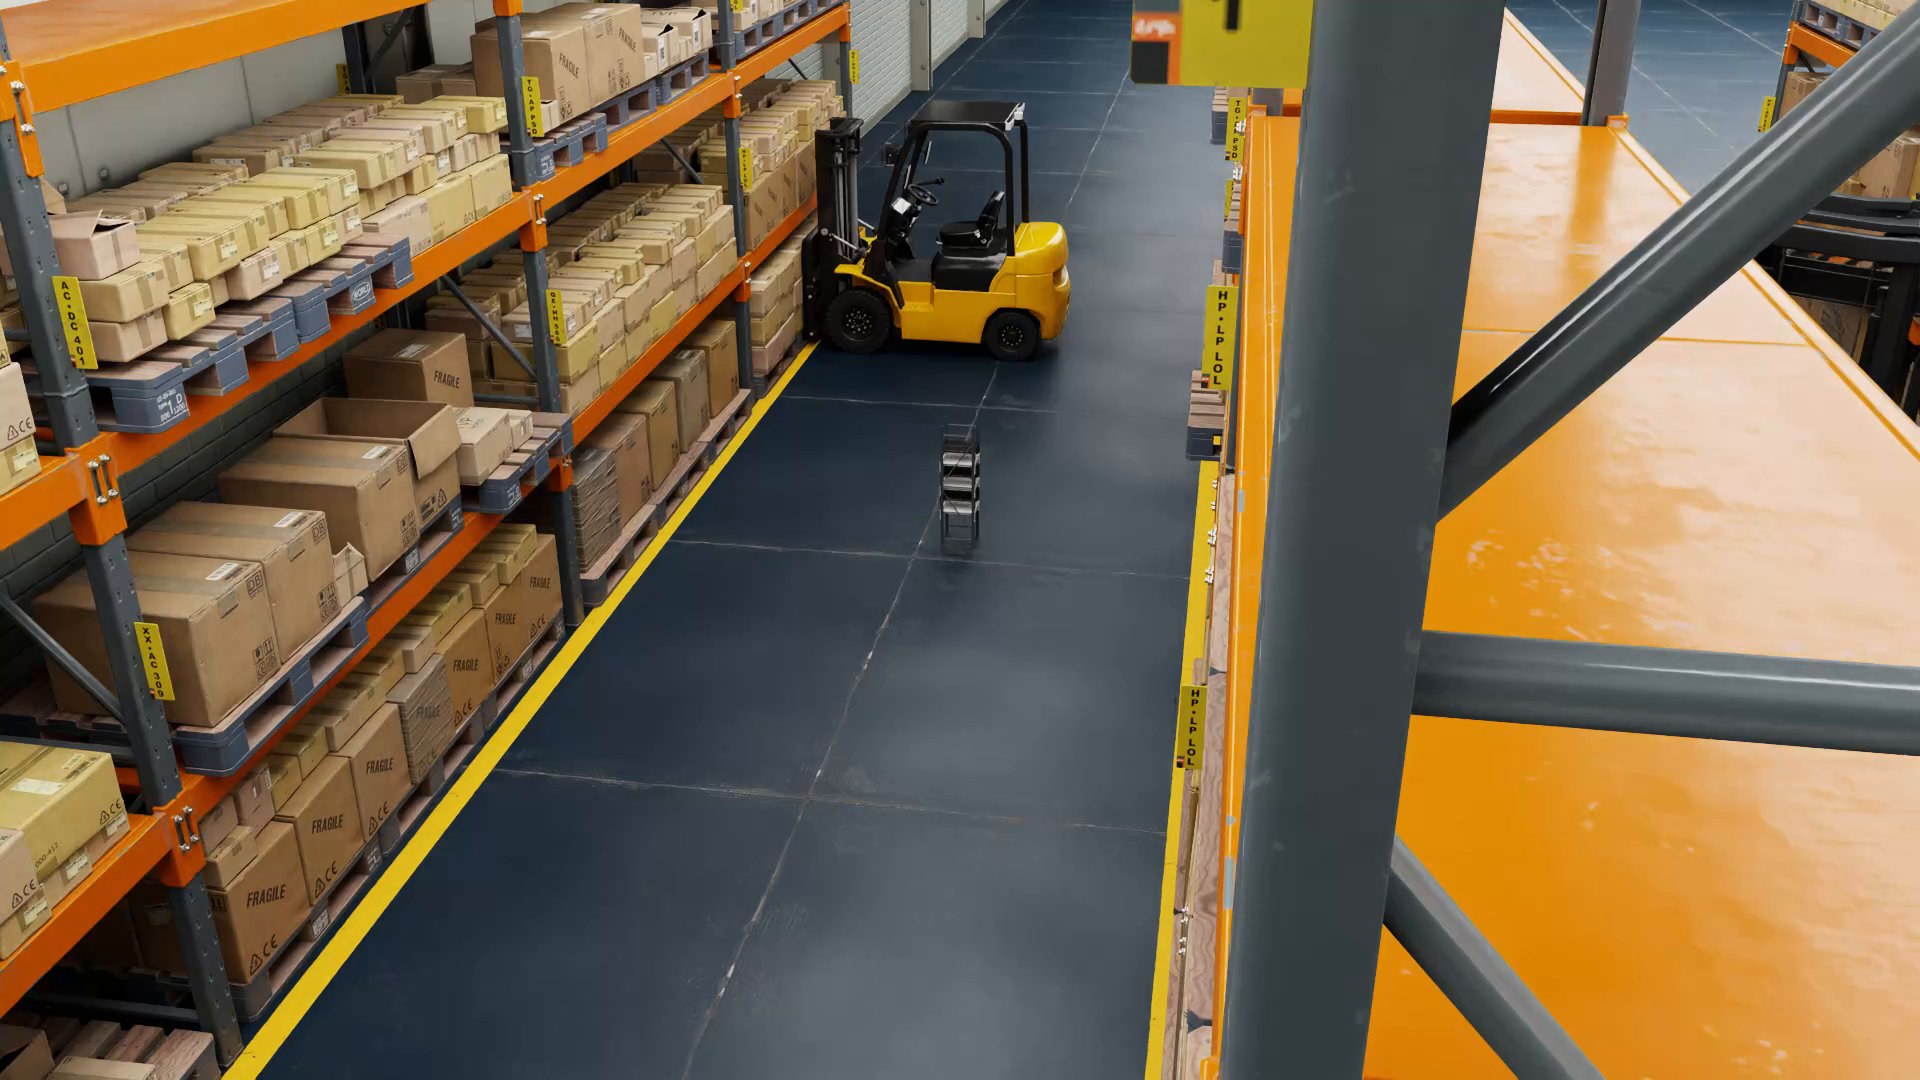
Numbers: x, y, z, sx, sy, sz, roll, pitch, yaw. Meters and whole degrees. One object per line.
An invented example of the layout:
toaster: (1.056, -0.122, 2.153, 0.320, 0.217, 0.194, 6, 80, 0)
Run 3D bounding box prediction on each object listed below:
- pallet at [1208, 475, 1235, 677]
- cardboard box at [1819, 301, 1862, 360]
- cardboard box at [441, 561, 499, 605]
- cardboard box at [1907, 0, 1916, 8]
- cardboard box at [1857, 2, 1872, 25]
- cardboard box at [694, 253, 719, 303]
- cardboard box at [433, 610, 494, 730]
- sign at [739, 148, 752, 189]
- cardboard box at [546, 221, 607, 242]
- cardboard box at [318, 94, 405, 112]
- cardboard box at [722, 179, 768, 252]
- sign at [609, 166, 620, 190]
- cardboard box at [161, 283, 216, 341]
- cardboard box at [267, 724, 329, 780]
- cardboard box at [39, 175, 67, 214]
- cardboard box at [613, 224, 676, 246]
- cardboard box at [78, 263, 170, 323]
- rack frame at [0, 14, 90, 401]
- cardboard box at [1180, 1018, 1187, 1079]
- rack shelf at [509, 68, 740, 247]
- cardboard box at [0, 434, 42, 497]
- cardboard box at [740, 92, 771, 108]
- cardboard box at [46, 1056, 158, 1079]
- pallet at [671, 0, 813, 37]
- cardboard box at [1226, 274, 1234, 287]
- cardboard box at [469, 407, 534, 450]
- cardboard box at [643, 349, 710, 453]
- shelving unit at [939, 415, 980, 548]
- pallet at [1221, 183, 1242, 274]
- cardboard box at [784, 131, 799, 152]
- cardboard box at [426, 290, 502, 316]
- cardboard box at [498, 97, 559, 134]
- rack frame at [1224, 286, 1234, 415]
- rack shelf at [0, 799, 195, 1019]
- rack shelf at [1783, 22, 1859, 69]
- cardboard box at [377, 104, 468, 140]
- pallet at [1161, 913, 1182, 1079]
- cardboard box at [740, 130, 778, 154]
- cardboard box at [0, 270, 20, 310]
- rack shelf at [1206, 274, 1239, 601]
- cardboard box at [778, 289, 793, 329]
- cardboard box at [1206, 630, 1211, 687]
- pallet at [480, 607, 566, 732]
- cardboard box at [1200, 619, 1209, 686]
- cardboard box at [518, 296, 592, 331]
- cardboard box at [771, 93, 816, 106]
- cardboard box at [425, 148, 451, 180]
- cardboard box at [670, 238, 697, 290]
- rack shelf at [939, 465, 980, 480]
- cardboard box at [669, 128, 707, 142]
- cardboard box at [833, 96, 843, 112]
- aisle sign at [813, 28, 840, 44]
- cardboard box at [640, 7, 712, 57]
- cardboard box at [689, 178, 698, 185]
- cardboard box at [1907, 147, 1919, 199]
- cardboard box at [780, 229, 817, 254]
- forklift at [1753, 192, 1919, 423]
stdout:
pallet: (1.183, 0.181, 4.436, 1.003, 0.211, 1.213, 4, 25, 9)
cardboard box: (7.850, -1.751, 14.007, 0.875, 0.875, 0.875, 4, 25, 9)
cardboard box: (-2.848, 0.238, 9.435, 0.380, 0.149, 0.250, 3, 25, 7)
cardboard box: (7.445, -3.983, 12.440, 0.500, 0.250, 0.500, 4, 25, 8)
cardboard box: (7.569, -4.285, 13.555, 0.380, 0.149, 0.250, 4, 25, 9)
cardboard box: (-2.164, -2.023, 12.754, 0.500, 0.250, 0.500, 4, 25, 8)
cardboard box: (-2.949, 0.704, 9.205, 0.500, 0.500, 0.500, 5, 26, 11)
sign: (-1.726, -2.985, 13.361, 0.100, 0.325, 0.005, 4, 25, 9)
cardboard box: (-2.793, -2.208, 12.089, 0.380, 0.149, 0.250, 4, 25, 8)
cardboard box: (-3.250, -2.328, 9.048, 0.380, 0.149, 0.250, 3, 25, 7)
cardboard box: (-1.933, -2.743, 13.998, 0.500, 0.500, 0.500, 3, 25, 7)
sign: (-2.811, -2.996, 13.542, 0.100, 0.325, 0.005, 4, 25, 9)
cardboard box: (-3.053, -0.868, 6.255, 0.380, 0.149, 0.250, 4, 25, 9)
cardboard box: (-3.218, 0.987, 7.835, 0.380, 0.149, 0.250, 4, 25, 8)
cardboard box: (-3.578, -1.233, 6.194, 0.396, 0.266, 0.258, 4, 25, 9)
cardboard box: (-2.280, -2.175, 12.019, 0.380, 0.149, 0.250, 4, 25, 9)
cardboard box: (-3.089, -0.894, 5.960, 0.380, 0.149, 0.250, 5, 26, 10)
rack frame: (-3.571, -1.901, 5.242, 1.000, 3.000, 0.127, 4, 25, 9)
cardboard box: (0.742, 1.477, 3.803, 0.500, 0.500, 0.500, 4, 25, 8)
rack shelf: (-2.590, -2.727, 11.391, 1.077, 0.370, 4.000, 4, 25, 9)
cardboard box: (-3.338, -0.258, 5.566, 0.380, 0.149, 0.250, 4, 25, 8)
cardboard box: (-2.035, -4.230, 16.060, 0.380, 0.149, 0.250, 4, 25, 9)
cardboard box: (-3.372, 2.170, 6.488, 0.380, 0.149, 0.250, 3, 25, 7)
pallet: (-1.948, -4.716, 14.897, 1.003, 0.211, 1.213, 4, 25, 9)
cardboard box: (1.854, -1.312, 10.094, 0.500, 0.500, 0.500, 4, 25, 8)
cardboard box: (-2.646, -0.632, 9.408, 0.380, 0.149, 0.250, 4, 25, 9)
cardboard box: (-2.472, -1.102, 12.916, 0.875, 0.625, 0.625, 4, 25, 8)
shelving unit: (-0.001, -0.404, 11.596, 0.258, 0.900, 0.210, 4, 25, 9)
pallet: (1.928, -1.515, 8.177, 1.213, 0.211, 1.003, 5, 26, 11)
cardboard box: (-1.679, -3.630, 15.128, 0.380, 0.149, 0.250, 3, 25, 7)
cardboard box: (-3.131, -1.464, 10.500, 0.380, 0.149, 0.250, 5, 25, 10)
cardboard box: (-2.560, -2.470, 9.658, 0.380, 0.166, 0.250, 4, 25, 8)
rack frame: (1.981, -0.515, 9.356, 1.000, 3.000, 0.127, 4, 25, 9)
rack shelf: (-3.897, 1.978, 4.879, 1.077, 0.370, 4.000, 4, 25, 9)
rack shelf: (7.861, -3.756, 13.592, 1.077, 0.370, 4.000, 4, 25, 9)
cardboard box: (-2.828, -2.196, 8.766, 0.380, 0.149, 0.250, 3, 25, 7)
pallet: (1.379, 2.093, 7.074, 1.003, 0.211, 1.213, 4, 25, 9)
cardboard box: (-1.788, -3.440, 14.372, 0.380, 0.149, 0.250, 5, 25, 10)
cardboard box: (-3.637, -0.933, 6.043, 0.380, 0.149, 0.250, 4, 25, 8)
rack shelf: (1.654, -0.711, 7.086, 1.077, 0.370, 4.000, 4, 25, 9)
cardboard box: (-1.799, -2.093, 14.886, 0.500, 0.250, 0.500, 4, 25, 8)
cardboard box: (1.152, 0.456, 5.985, 0.500, 0.500, 0.500, 5, 26, 10)
pallet: (-3.076, 0.715, 10.017, 1.003, 0.211, 1.213, 4, 25, 9)
cardboard box: (1.636, 0.913, 8.316, 0.875, 0.875, 0.875, 4, 25, 9)
cardboard box: (-2.532, -1.421, 10.409, 0.380, 0.149, 0.250, 5, 25, 10)
cardboard box: (-1.600, -4.197, 15.988, 0.380, 0.149, 0.250, 4, 25, 9)
cardboard box: (-2.867, -1.948, 8.587, 0.380, 0.149, 0.250, 5, 25, 10)
cardboard box: (-2.257, -2.037, 12.194, 0.500, 0.250, 0.500, 5, 25, 10)
rack shelf: (-0.001, -0.455, 11.572, 0.258, 0.077, 0.200, 4, 25, 9)
cardboard box: (-2.418, -3.481, 14.459, 0.380, 0.149, 0.250, 4, 25, 7)
cardboard box: (-1.390, -4.378, 16.726, 0.380, 0.149, 0.250, 4, 25, 9)
aisle sign: (-1.309, -5.388, 16.700, 0.394, 0.787, 0.004, 4, 25, 9)
cardboard box: (-2.141, -3.764, 12.252, 0.500, 0.311, 0.500, 3, 25, 7)
cardboard box: (-2.456, -2.782, 14.082, 0.500, 0.500, 0.500, 4, 25, 8)
cardboard box: (7.629, -2.596, 12.352, 0.875, 0.550, 0.550, 4, 25, 9)
cardboard box: (-1.618, -2.750, 15.699, 0.500, 0.250, 0.500, 4, 25, 7)
forklift: (5.034, -0.689, 9.808, 1.130, 2.935, 3.031, 19, 31, 35)
